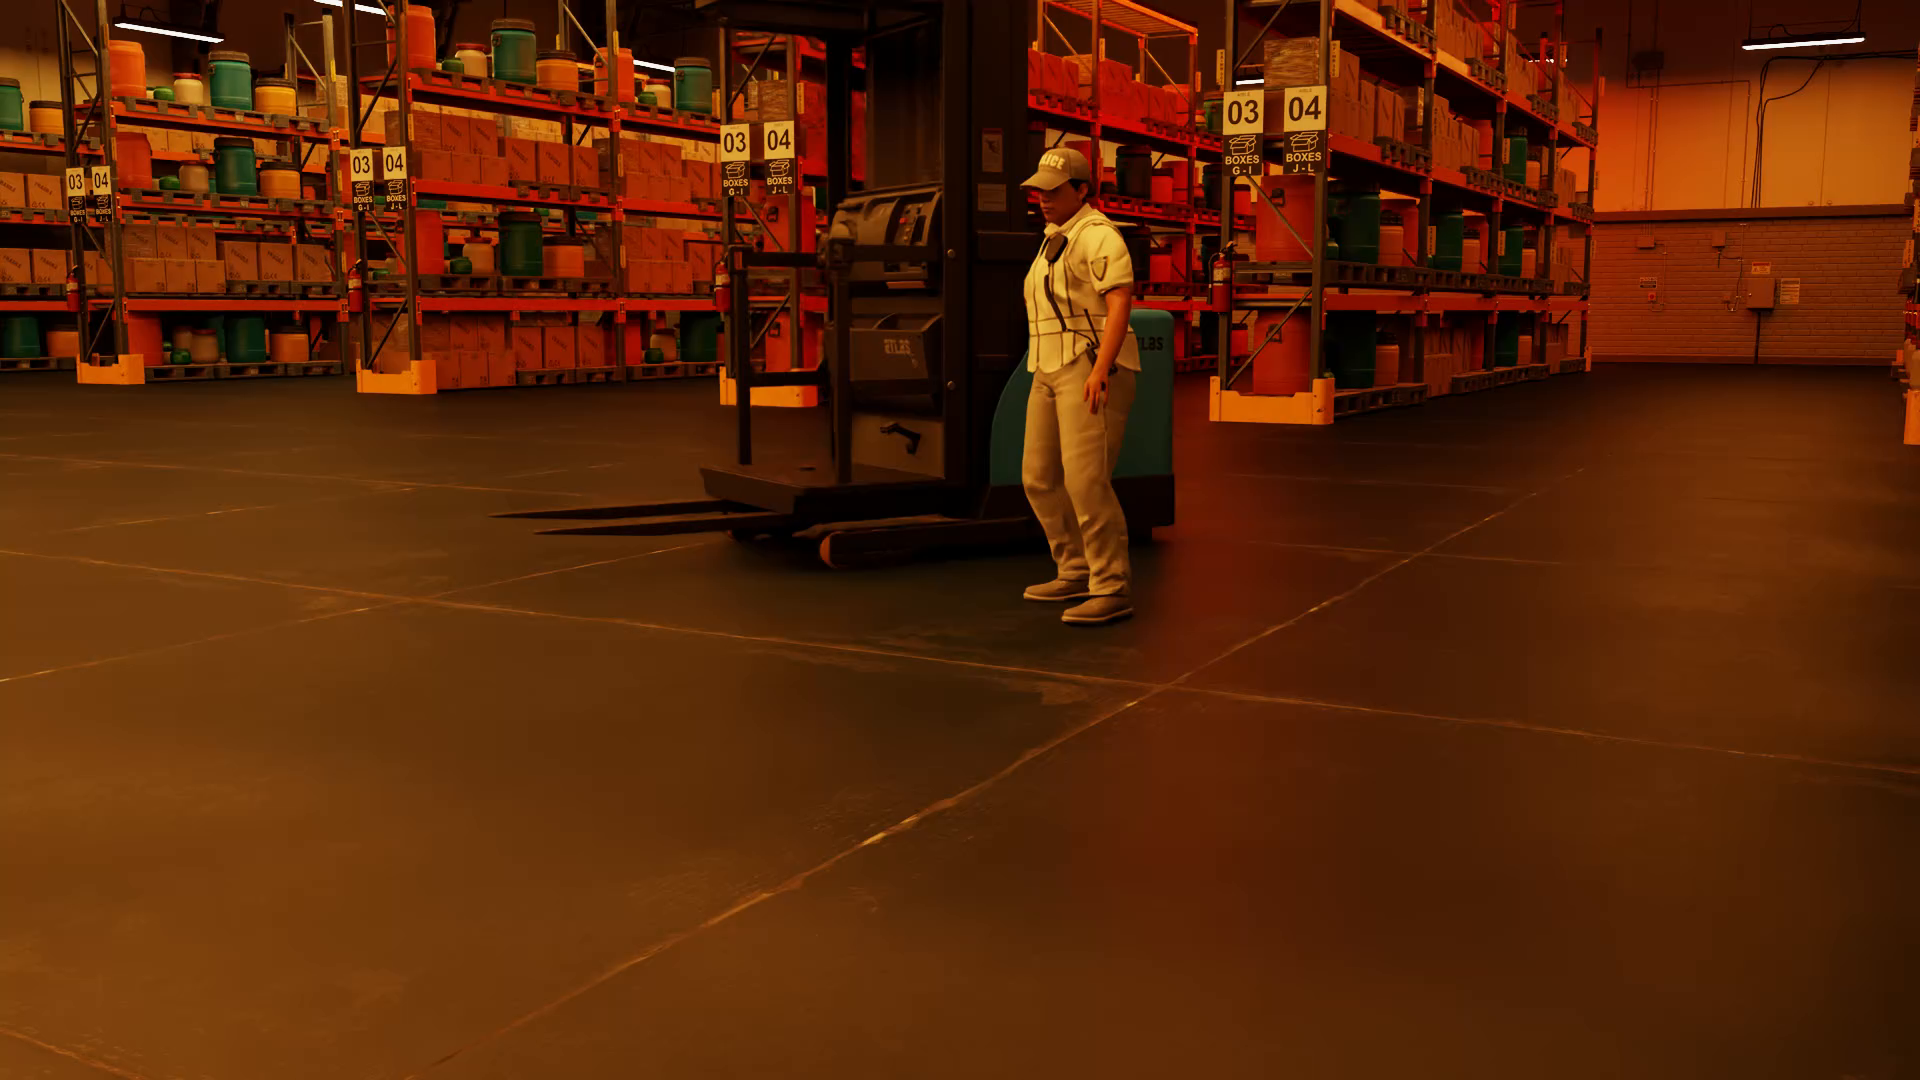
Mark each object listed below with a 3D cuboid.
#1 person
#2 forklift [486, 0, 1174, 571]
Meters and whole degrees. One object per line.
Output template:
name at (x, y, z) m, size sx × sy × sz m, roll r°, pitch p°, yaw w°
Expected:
person at (0.417, -0.570, 5.959) m, size 0.443 × 1.643 × 0.730 m, roll -3°, pitch 9°, yaw -23°
forklift at (-0.518, -1.407, 7.287) m, size 3.031 × 2.935 × 1.130 m, roll -5°, pitch 9°, yaw -31°
